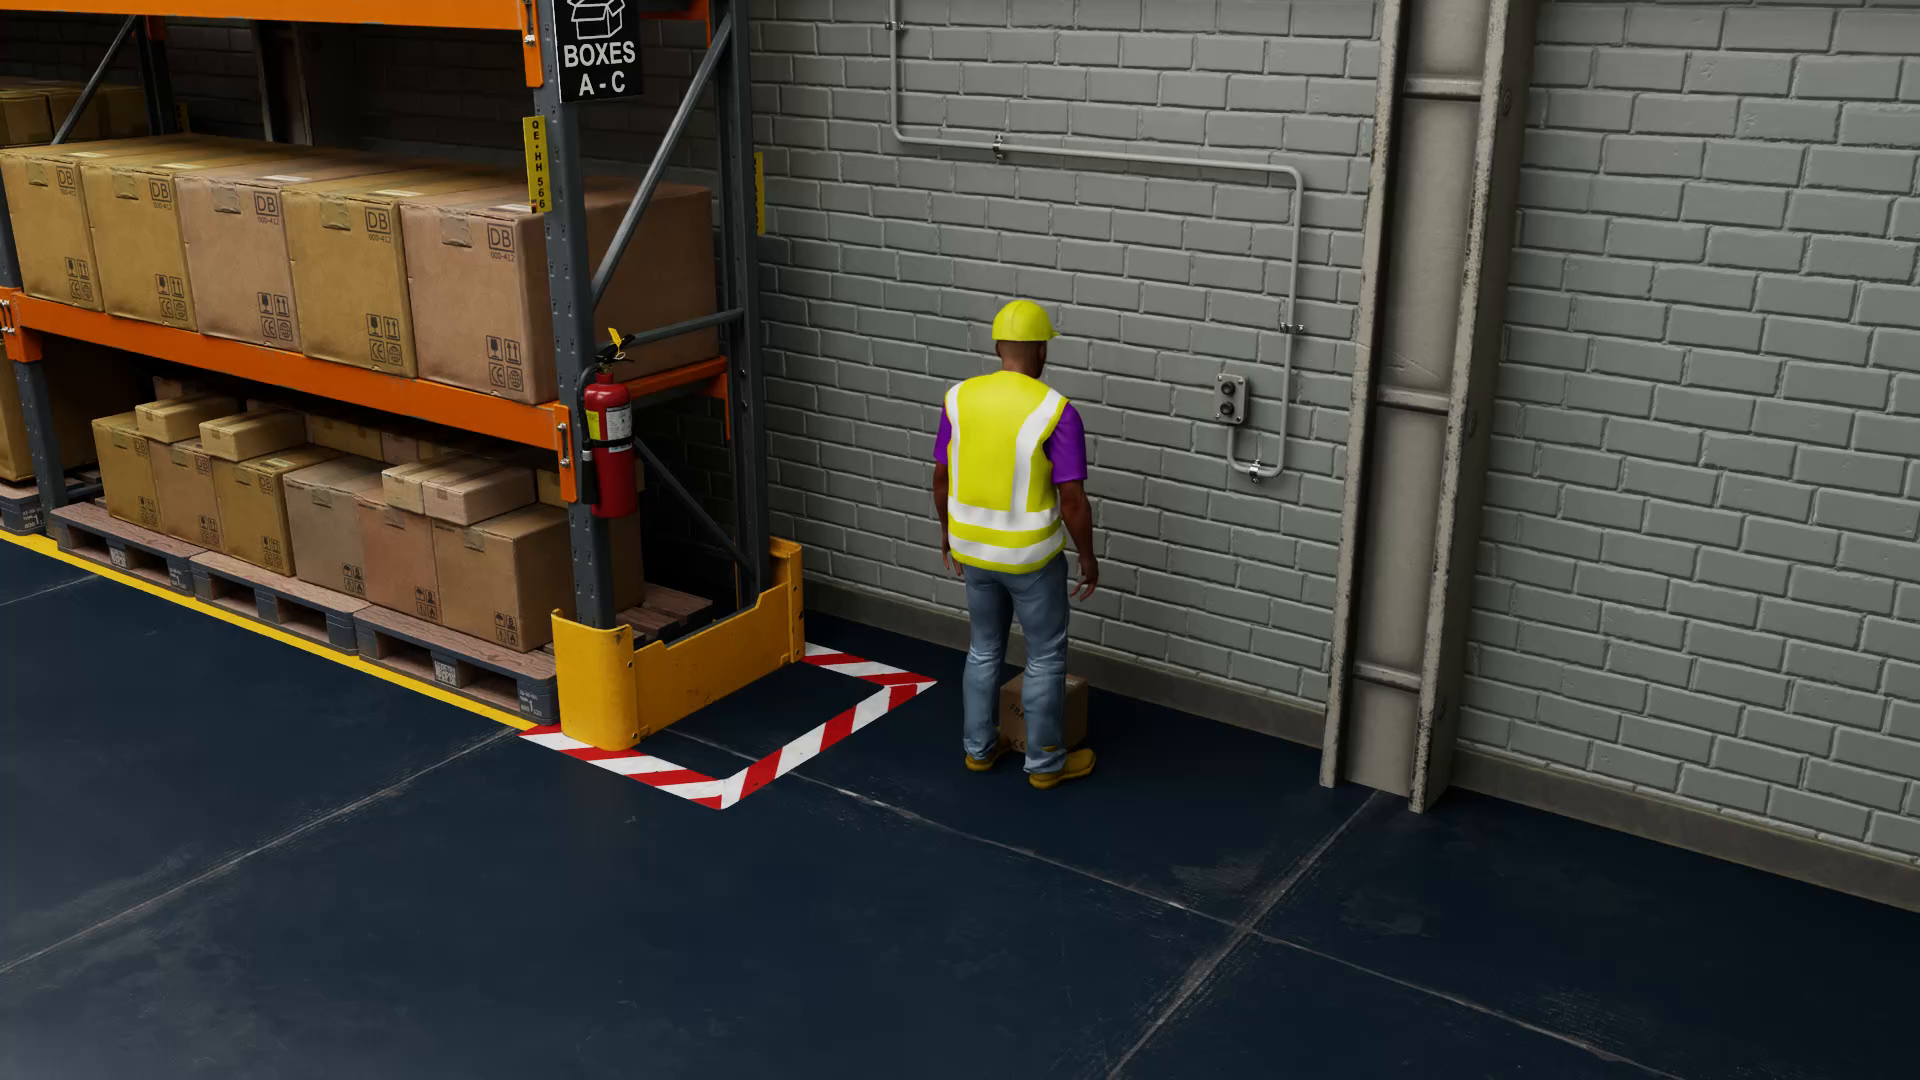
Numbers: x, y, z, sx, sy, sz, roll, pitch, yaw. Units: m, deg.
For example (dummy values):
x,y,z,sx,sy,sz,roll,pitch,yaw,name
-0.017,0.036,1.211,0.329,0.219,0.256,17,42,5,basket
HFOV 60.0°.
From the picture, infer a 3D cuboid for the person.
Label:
x,y,z,sx,sy,sz,roll,pitch,yaw,name
0.203,0.019,5.990,0.637,1.761,0.460,12,23,31,person
